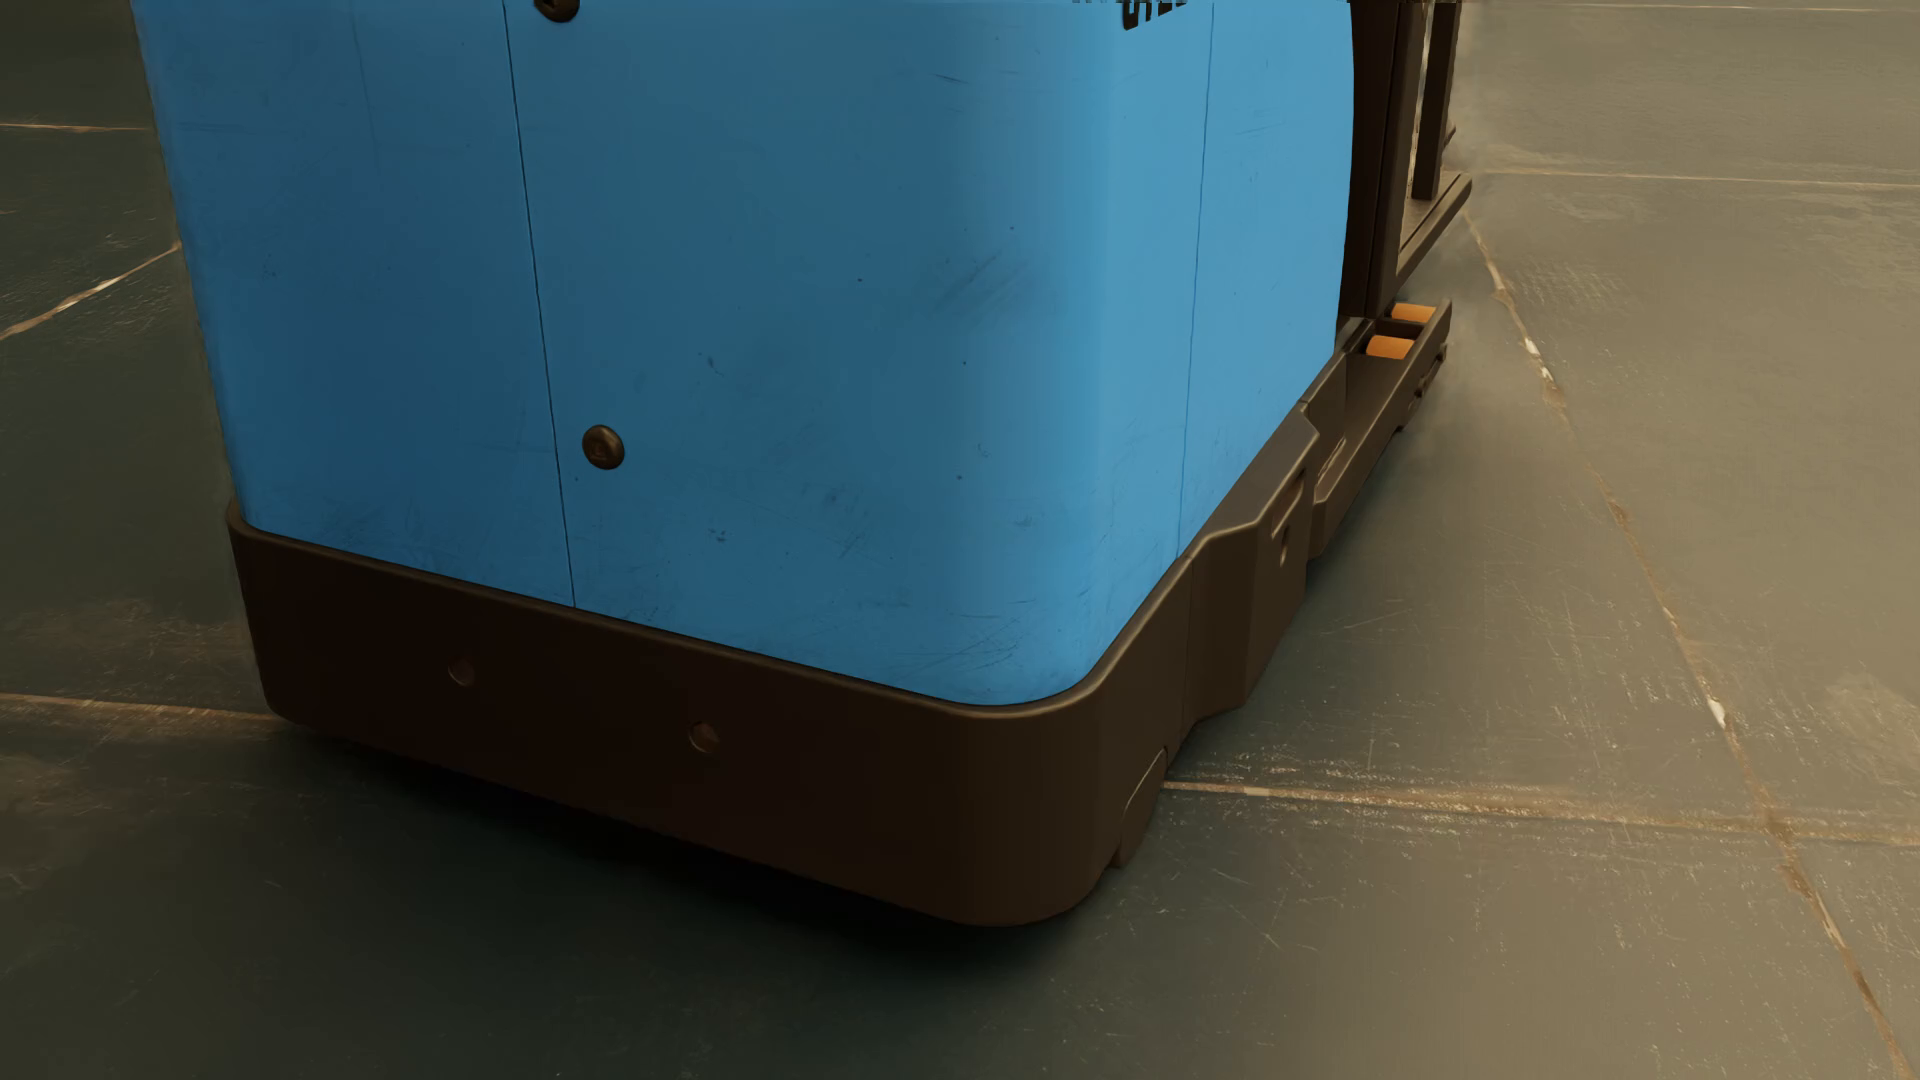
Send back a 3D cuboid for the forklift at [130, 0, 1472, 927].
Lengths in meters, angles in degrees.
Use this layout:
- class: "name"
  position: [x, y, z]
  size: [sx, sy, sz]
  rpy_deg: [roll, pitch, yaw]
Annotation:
- class: "forklift"
  position: [0.248, -1.571, 2.367]
  size: [1.130, 2.935, 3.031]
  rpy_deg: [12, 29, 22]
